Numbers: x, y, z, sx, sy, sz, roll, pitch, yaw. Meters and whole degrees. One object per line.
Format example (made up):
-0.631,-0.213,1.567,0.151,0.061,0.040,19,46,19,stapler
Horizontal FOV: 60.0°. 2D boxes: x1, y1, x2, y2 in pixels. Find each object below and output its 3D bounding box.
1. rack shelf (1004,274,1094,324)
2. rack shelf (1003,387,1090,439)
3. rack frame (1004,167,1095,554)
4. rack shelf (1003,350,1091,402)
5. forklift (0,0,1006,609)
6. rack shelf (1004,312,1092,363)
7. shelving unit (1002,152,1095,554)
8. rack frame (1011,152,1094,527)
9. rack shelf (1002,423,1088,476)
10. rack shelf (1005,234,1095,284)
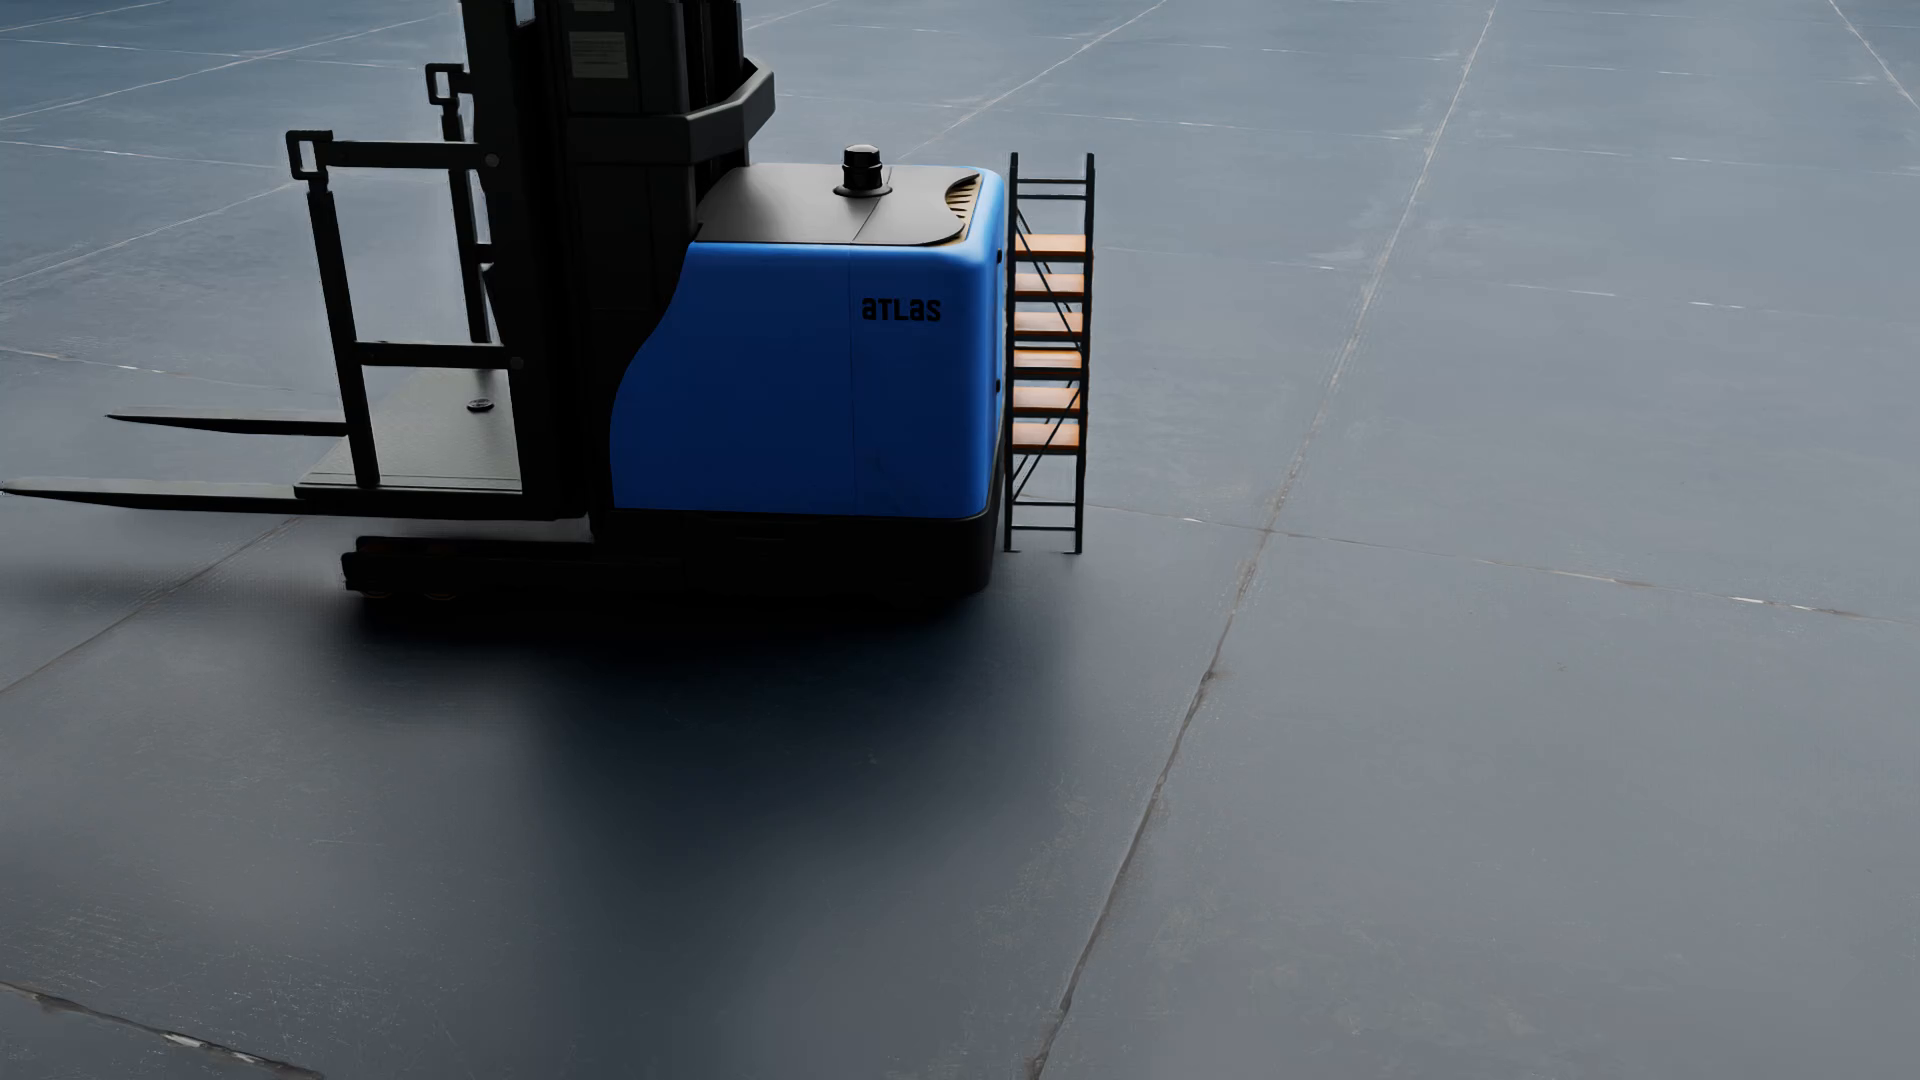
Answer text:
0.262,-0.716,4.903,0.258,0.103,0.180,1,26,3,rack shelf
0.262,-0.392,5.060,0.258,0.103,0.180,1,26,3,rack shelf
0.257,-0.500,4.906,0.240,1.200,0.006,1,26,3,rack frame
0.262,-0.500,5.007,0.258,0.103,0.180,1,26,3,rack shelf
-1.393,-1.367,4.711,3.031,2.935,1.130,2,26,4,forklift
0.262,-0.608,4.955,0.258,0.103,0.180,1,26,3,rack shelf
0.262,-0.540,4.988,0.258,1.200,0.189,1,26,3,shelving unit
0.267,-0.580,5.070,0.240,1.200,0.006,1,26,3,rack frame
0.262,-0.284,5.112,0.258,0.103,0.180,1,26,3,rack shelf
0.262,-0.824,4.850,0.258,0.103,0.180,1,26,3,rack shelf
